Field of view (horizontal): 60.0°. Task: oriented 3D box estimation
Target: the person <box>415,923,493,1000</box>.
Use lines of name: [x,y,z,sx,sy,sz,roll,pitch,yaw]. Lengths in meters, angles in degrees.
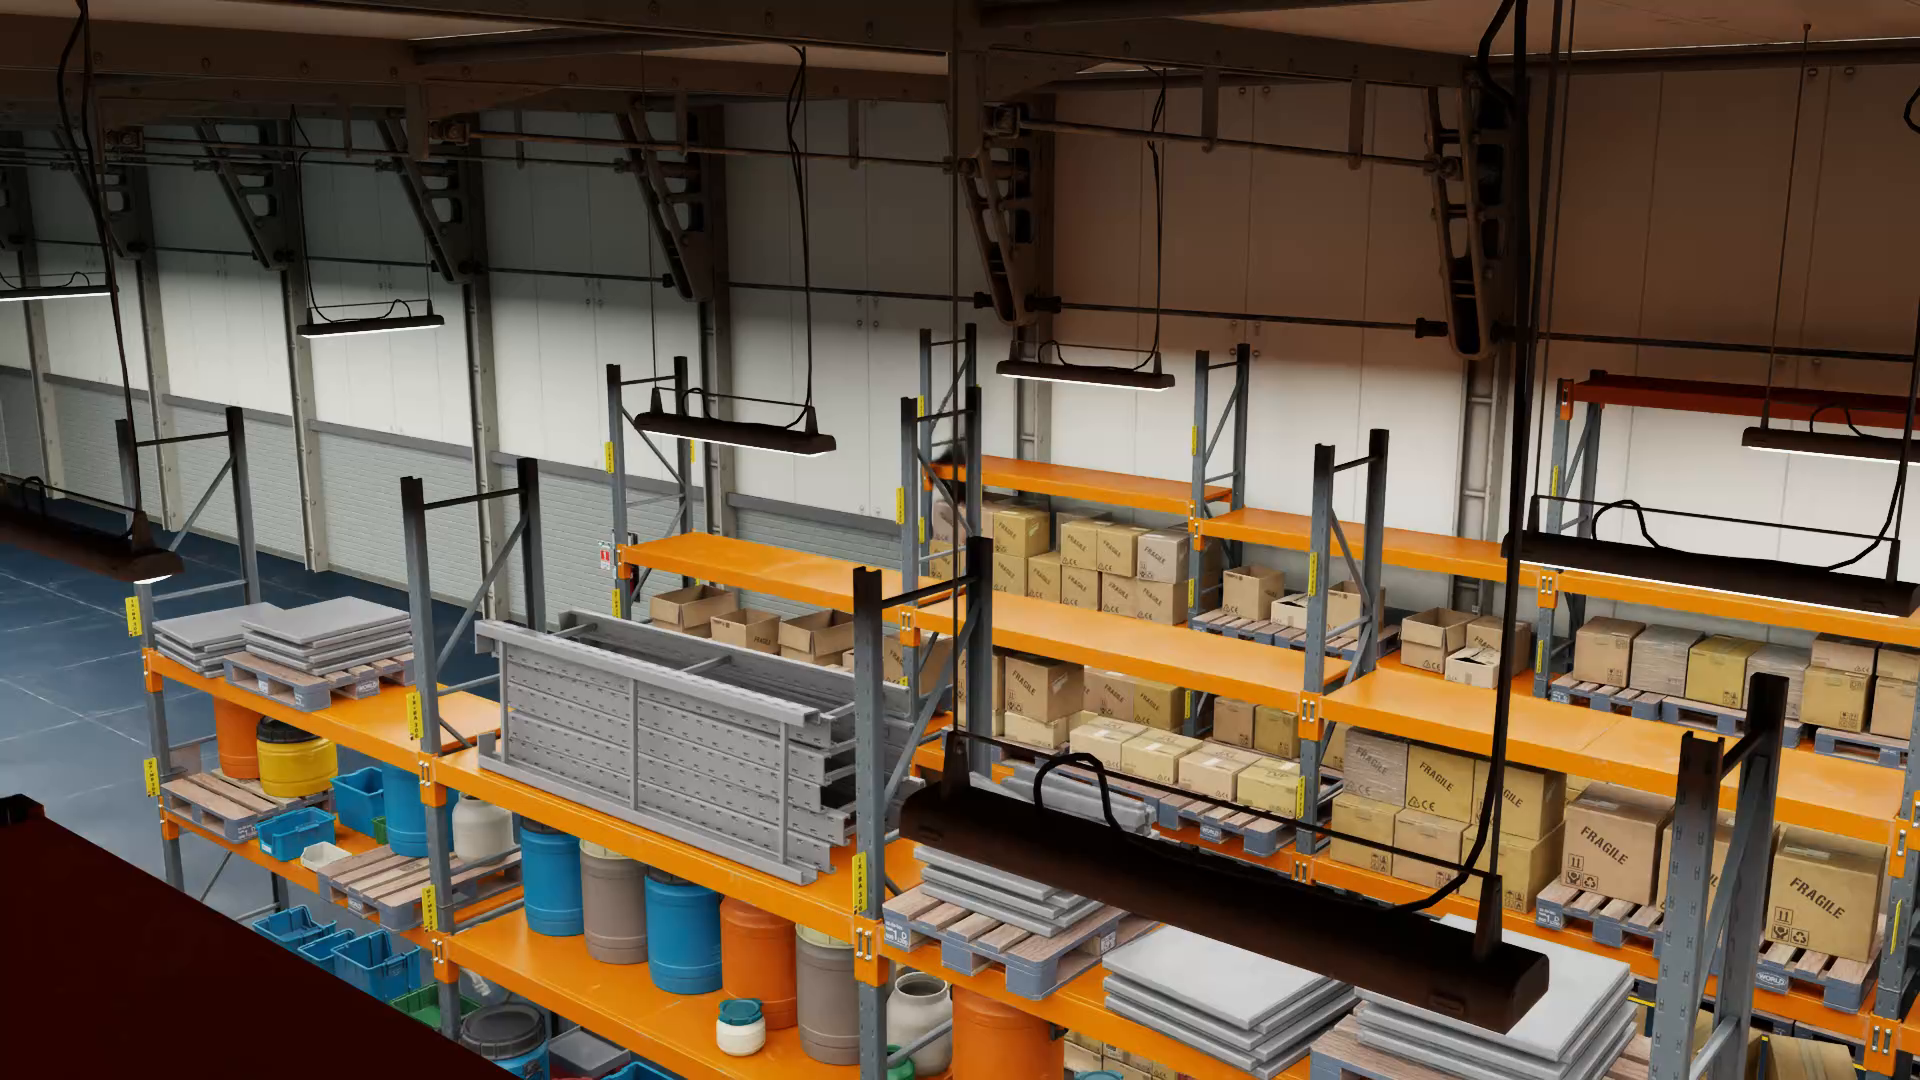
person: [-4.810,3.753,15.806,0.542,1.667,0.594,8,15,31]
